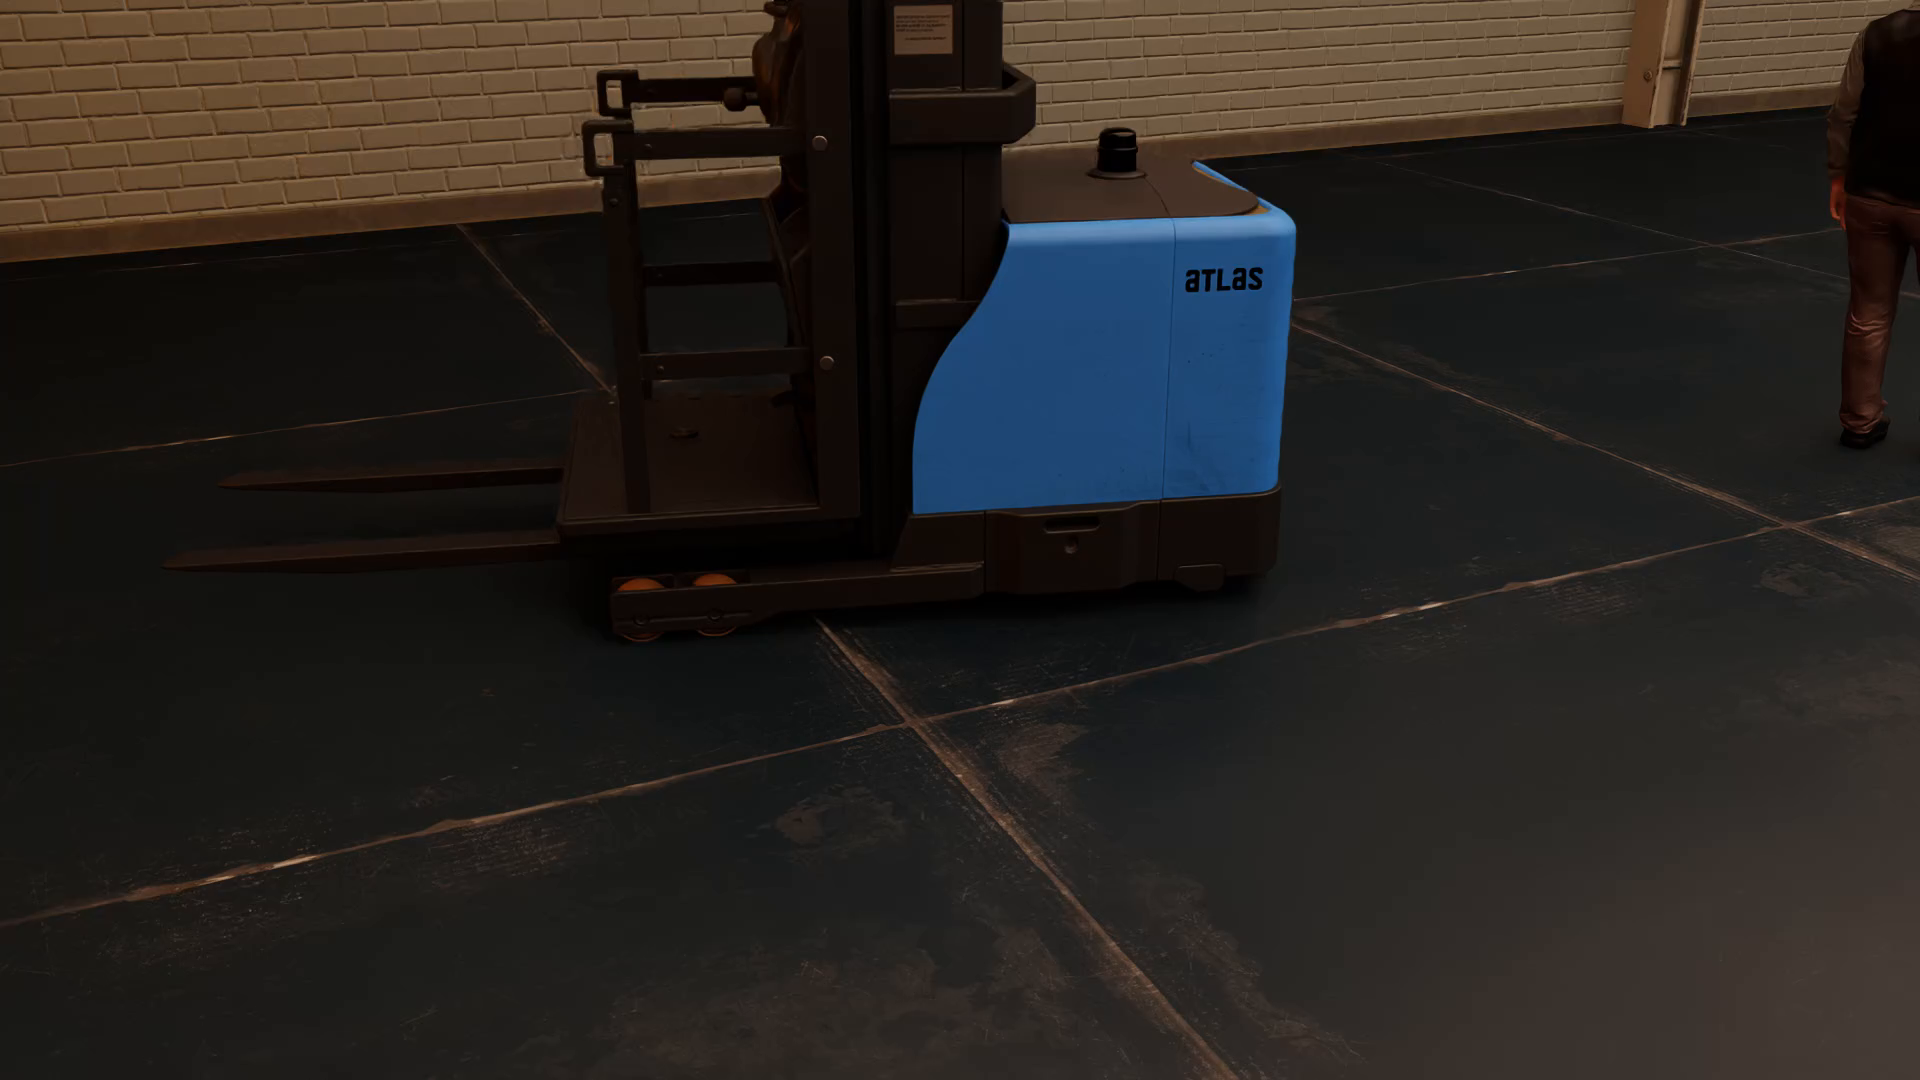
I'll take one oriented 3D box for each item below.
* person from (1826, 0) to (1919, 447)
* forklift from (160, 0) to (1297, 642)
[{"bbox_3d":[3.258,-1.150,5.611,0.566,1.723,0.634,-16,28,-34],"label":"person"},{"bbox_3d":[-0.658,-1.299,4.413,3.031,2.935,1.130,-4,23,-9],"label":"forklift"}]
